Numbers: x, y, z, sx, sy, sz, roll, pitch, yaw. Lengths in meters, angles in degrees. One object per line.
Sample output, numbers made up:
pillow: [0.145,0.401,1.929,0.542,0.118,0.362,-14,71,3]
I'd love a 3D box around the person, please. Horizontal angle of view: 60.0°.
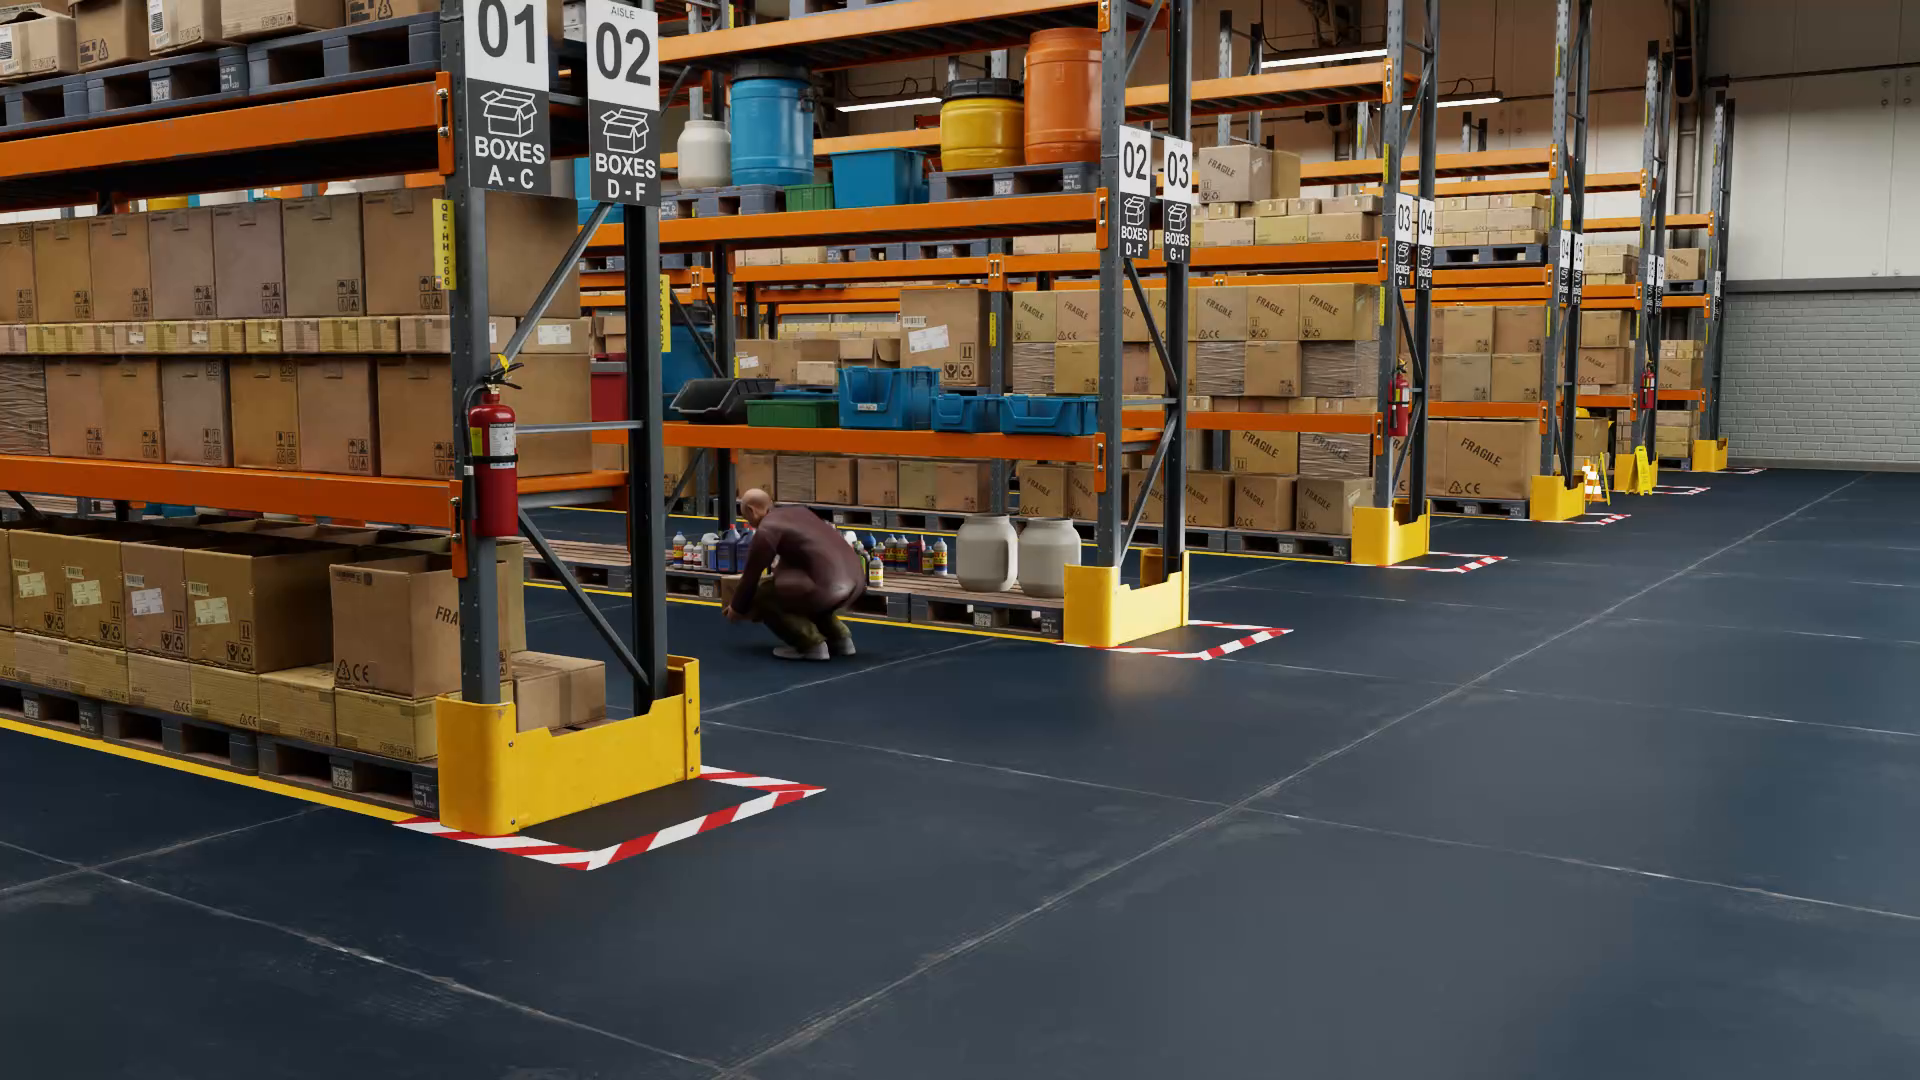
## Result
person: [-1.001,0.196,10.069,0.921,1.006,0.583,4,7,32]
